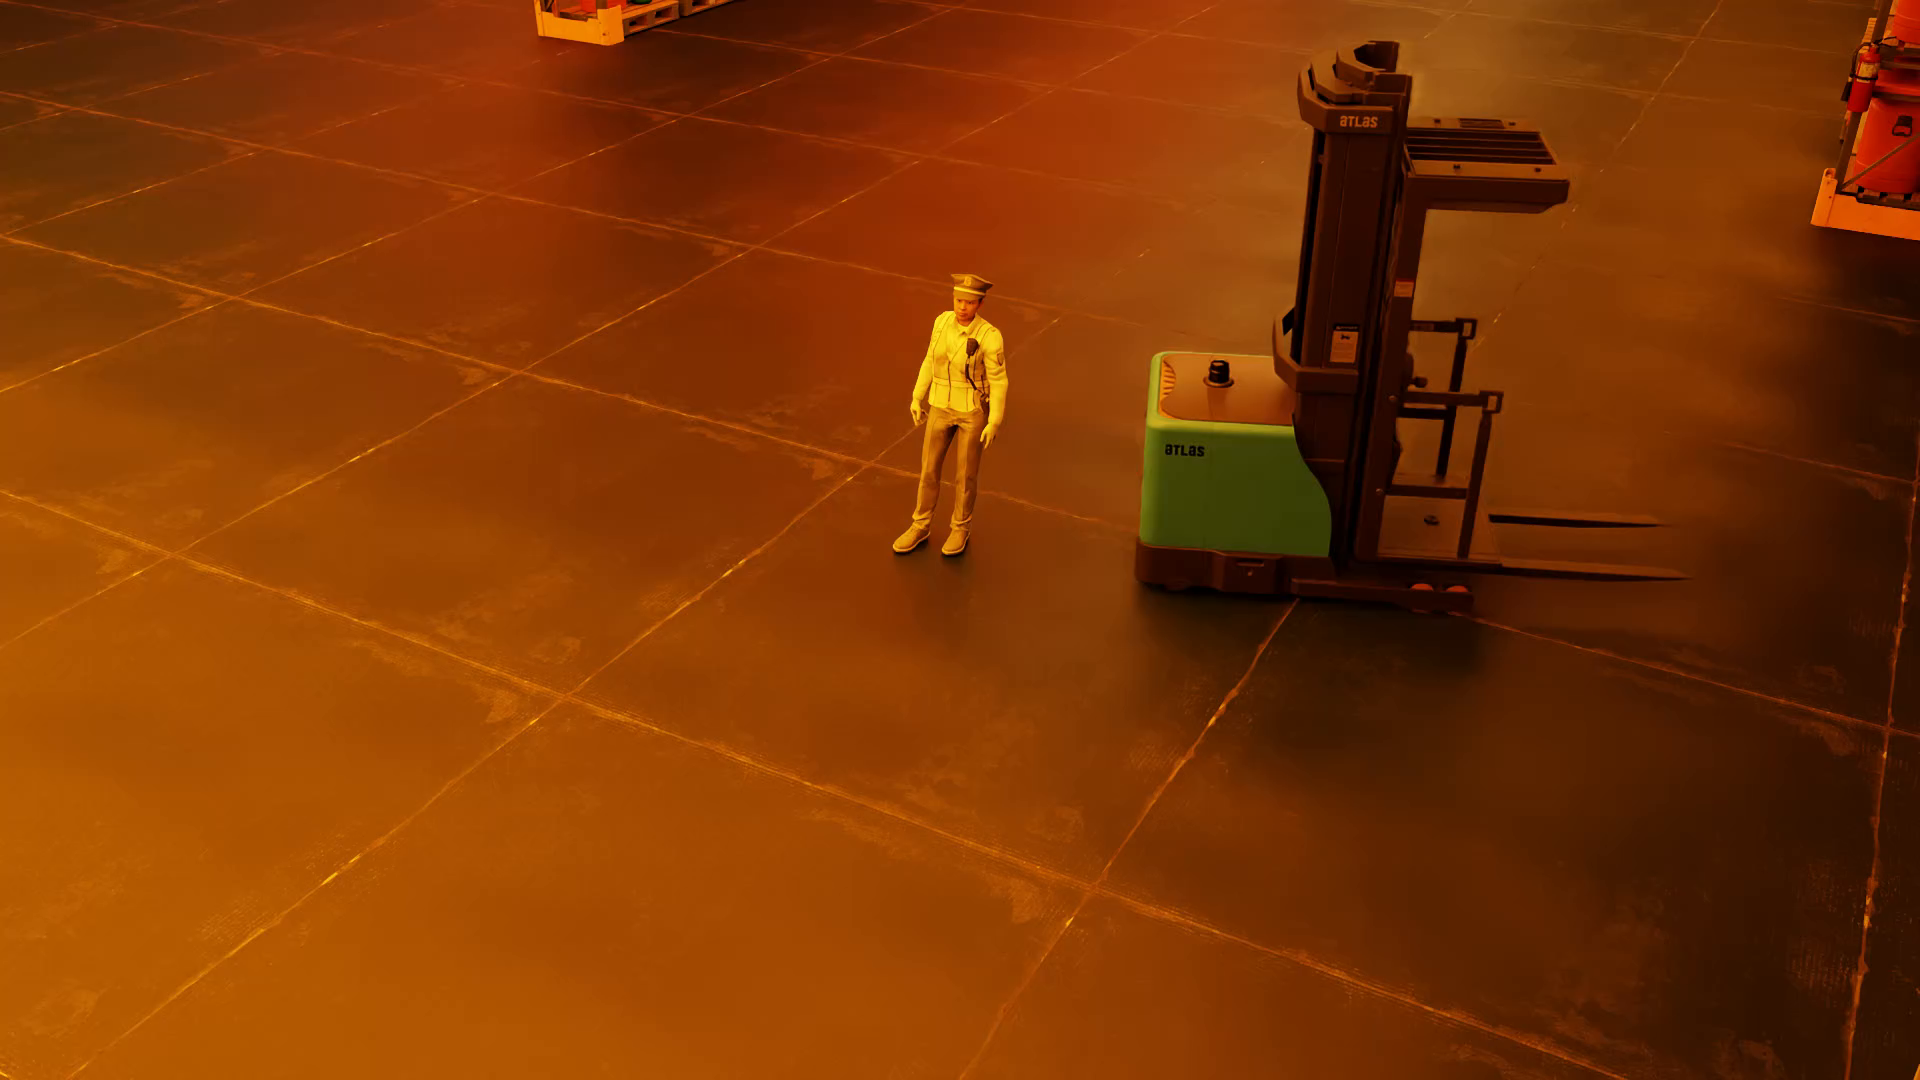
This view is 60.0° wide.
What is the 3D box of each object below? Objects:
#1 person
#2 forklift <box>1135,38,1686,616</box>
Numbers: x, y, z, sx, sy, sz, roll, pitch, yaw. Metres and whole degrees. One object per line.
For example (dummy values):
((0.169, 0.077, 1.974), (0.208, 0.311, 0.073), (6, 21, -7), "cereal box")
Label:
((-0.039, -0.711, 9.526), (0.587, 1.694, 0.529), (15, 33, 25), "person")
((2.557, -1.129, 9.027), (3.031, 2.935, 1.130), (4, 30, 6), "forklift")
